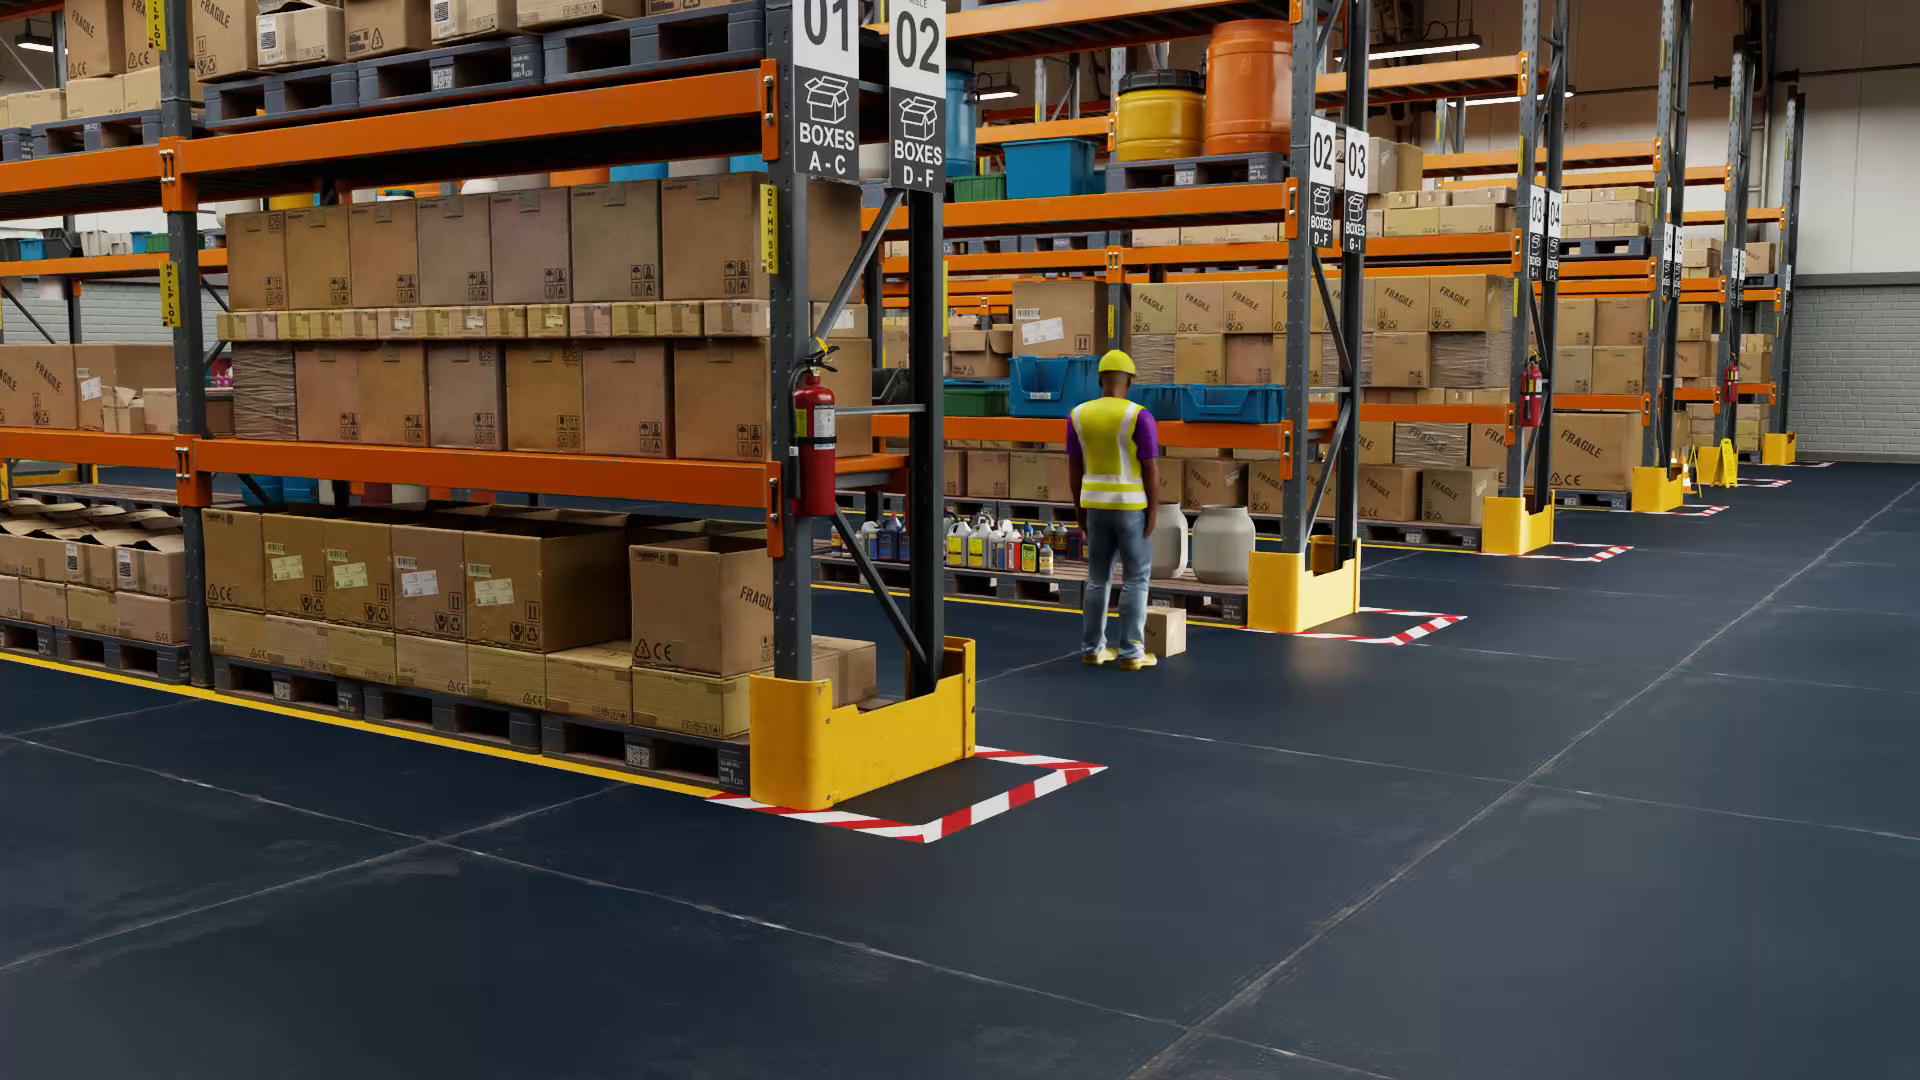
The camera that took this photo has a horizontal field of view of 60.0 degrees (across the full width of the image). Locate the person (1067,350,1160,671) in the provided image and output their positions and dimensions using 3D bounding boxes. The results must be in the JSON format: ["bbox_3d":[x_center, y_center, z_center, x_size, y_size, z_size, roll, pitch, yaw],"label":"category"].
[{"bbox_3d":[0.866,-0.173,9.281,0.566,1.762,0.363,4,8,35],"label":"person"}]
